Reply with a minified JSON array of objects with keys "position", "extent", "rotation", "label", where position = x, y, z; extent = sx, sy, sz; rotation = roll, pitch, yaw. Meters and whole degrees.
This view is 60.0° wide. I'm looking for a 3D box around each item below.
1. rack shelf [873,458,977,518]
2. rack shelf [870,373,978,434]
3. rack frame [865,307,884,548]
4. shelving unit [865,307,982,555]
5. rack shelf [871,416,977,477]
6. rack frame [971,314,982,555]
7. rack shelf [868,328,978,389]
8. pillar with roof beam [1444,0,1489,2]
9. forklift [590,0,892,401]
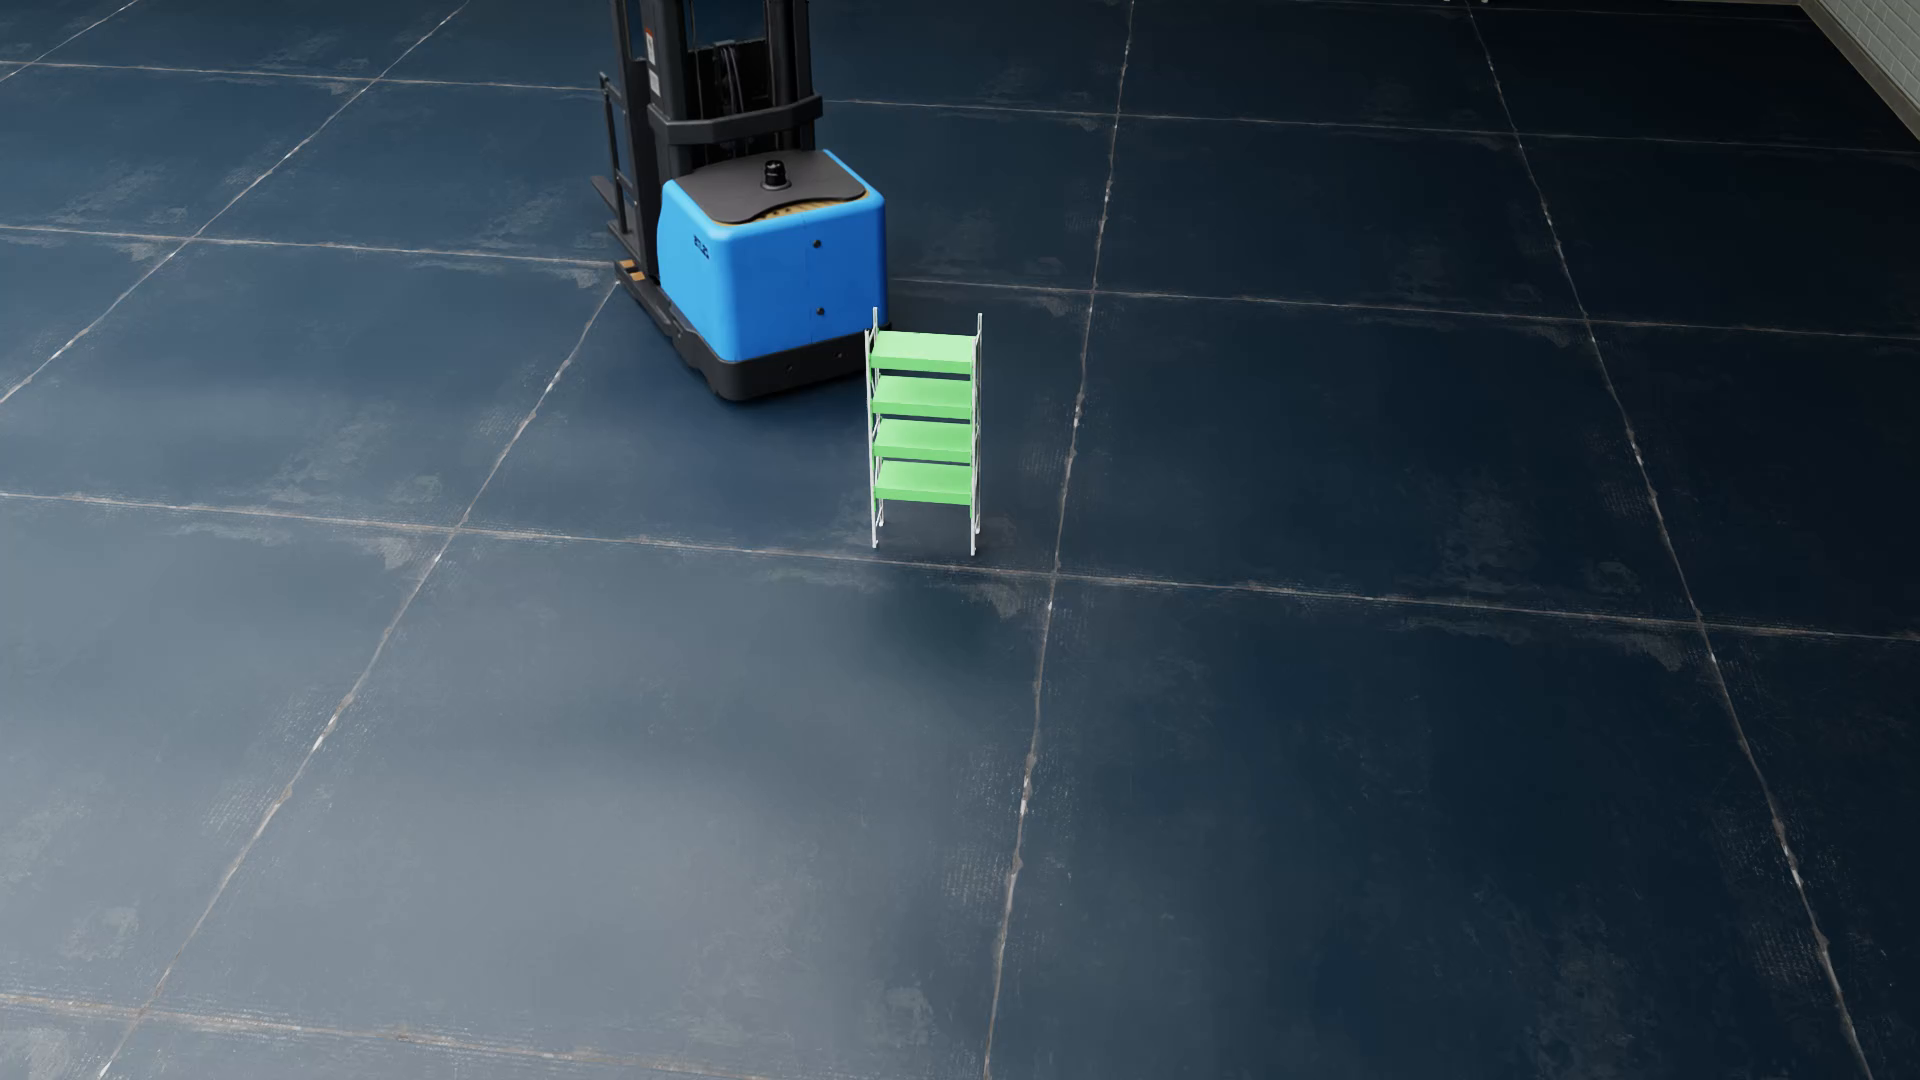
[{"position":[-0.164,-0.253,8.095],"extent":[0.480,0.148,0.258],"rotation":[4,36,6],"label":"rack shelf"},{"position":[-0.164,-0.644,7.816],"extent":[0.480,0.148,0.258],"rotation":[4,36,6],"label":"rack shelf"},{"position":[-0.406,-0.519,7.944],"extent":[0.015,1.200,0.240],"rotation":[4,36,6],"label":"rack frame"},{"position":[-0.164,-0.501,7.919],"extent":[0.503,1.200,0.258],"rotation":[4,36,6],"label":"shelving unit"},{"position":[-0.164,-0.449,7.956],"extent":[0.480,0.148,0.258],"rotation":[4,36,6],"label":"rack shelf"},{"position":[0.078,-0.483,7.893],"extent":[0.015,1.200,0.240],"rotation":[4,36,6],"label":"rack frame"},{"position":[-0.164,-0.839,7.677],"extent":[0.480,0.148,0.258],"rotation":[4,36,6],"label":"rack shelf"},{"position":[4.068,-6.162,9.137],"extent":[0.400,9.000,9.100],"rotation":[4,36,6],"label":"pillar with roof beam"},{"position":[-1.522,-2.804,9.656],"extent":[1.130,2.935,3.031],"rotation":[-17,39,-22],"label":"forklift"}]
